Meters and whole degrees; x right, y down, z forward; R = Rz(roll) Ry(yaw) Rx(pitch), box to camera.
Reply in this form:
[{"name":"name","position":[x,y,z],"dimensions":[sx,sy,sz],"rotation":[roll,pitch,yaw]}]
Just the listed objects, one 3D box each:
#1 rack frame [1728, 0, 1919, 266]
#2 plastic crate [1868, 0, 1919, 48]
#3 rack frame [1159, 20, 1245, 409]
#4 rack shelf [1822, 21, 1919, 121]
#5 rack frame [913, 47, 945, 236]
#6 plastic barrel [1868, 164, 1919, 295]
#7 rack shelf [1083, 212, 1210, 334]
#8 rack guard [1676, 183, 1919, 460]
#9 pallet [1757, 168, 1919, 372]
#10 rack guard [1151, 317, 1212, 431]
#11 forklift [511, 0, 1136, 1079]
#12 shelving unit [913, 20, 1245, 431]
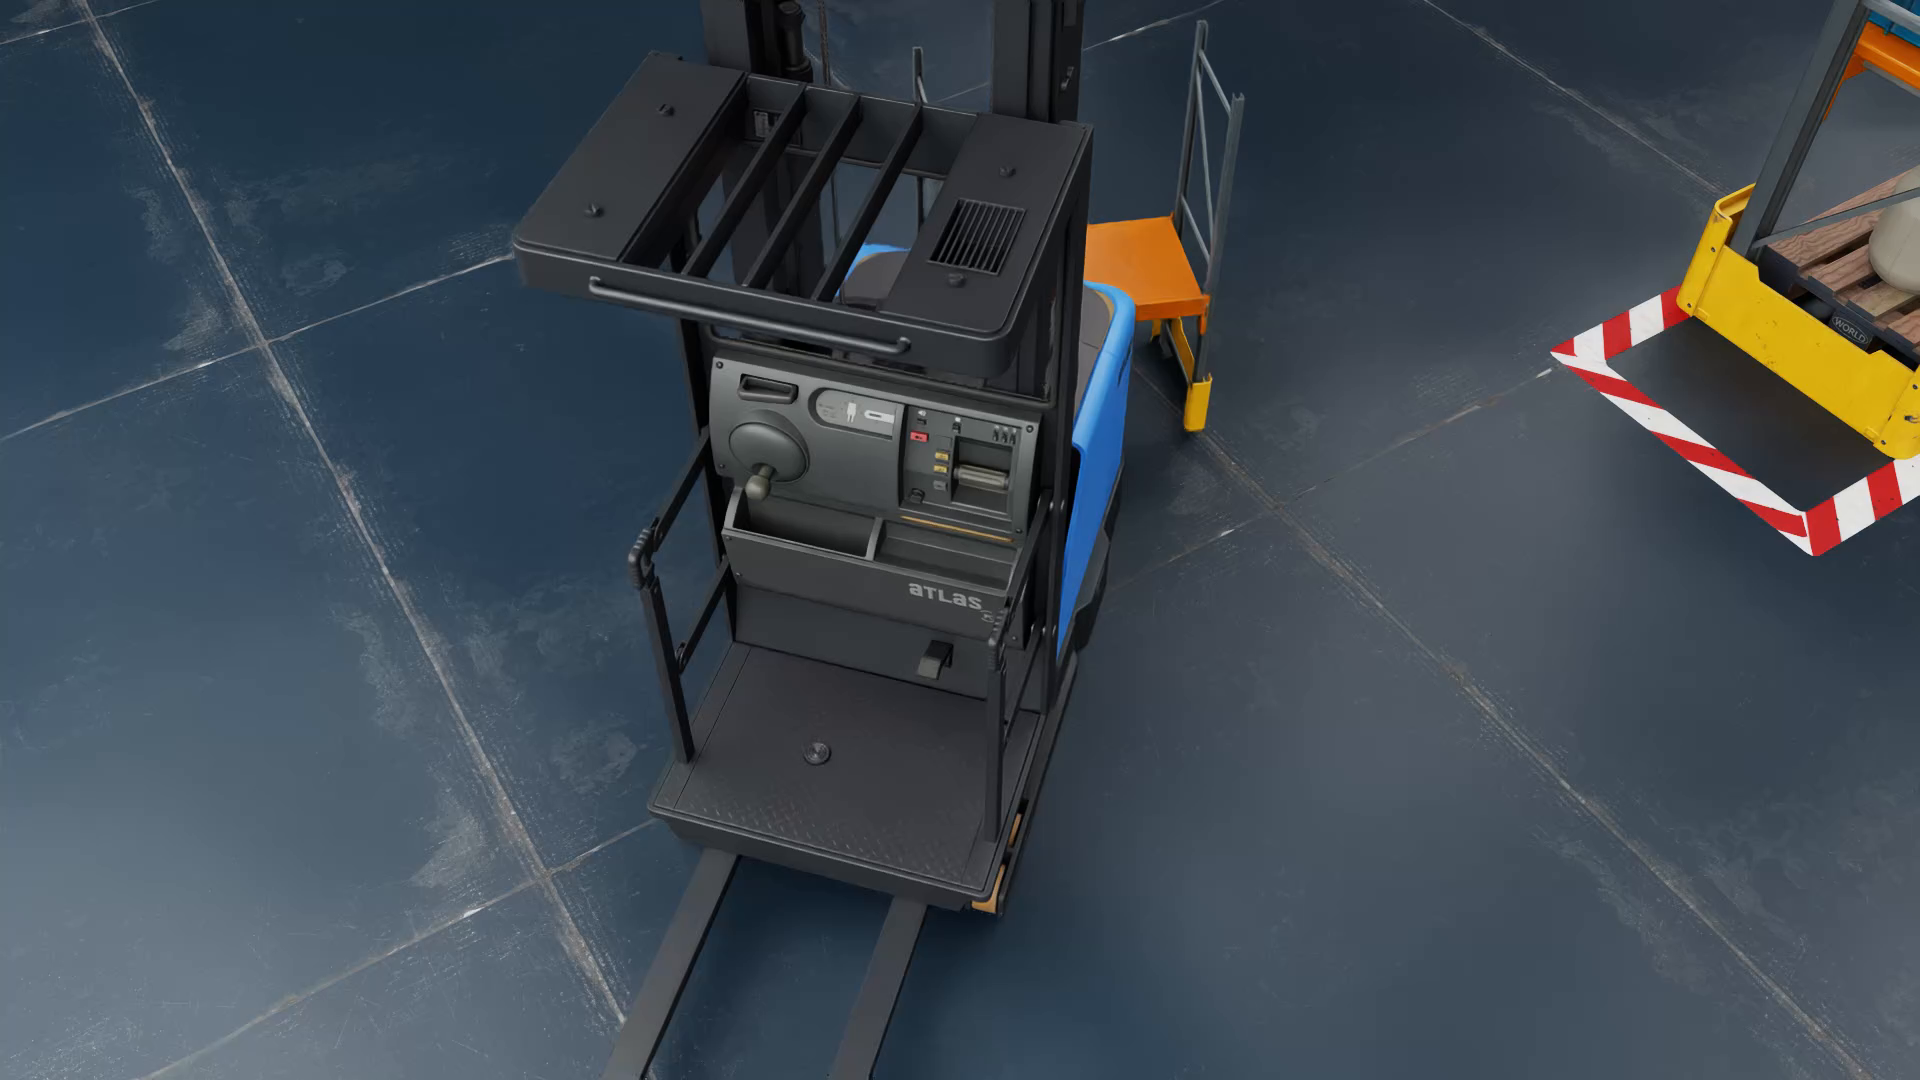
[{"name":"rack frame","position":[3.476,-1.672,5.730],"dimensions":[0.127,3.000,1.000],"rotation":[-25,53,-21]},{"name":"plastic crate","position":[3.740,-2.011,6.132],"dimensions":[0.616,0.251,0.499],"rotation":[-25,53,-21]},{"name":"rack frame","position":[0.895,-1.154,6.273],"dimensions":[0.032,1.500,0.500],"rotation":[-7,49,-6]},{"name":"rack shelf","position":[5.168,-2.229,6.708],"dimensions":[4.000,0.370,1.077],"rotation":[-25,53,-21]},{"name":"rack frame","position":[-0.108,-1.026,6.160],"dimensions":[0.032,1.500,0.500],"rotation":[-7,49,-6]},{"name":"plastic barrel","position":[3.992,-1.294,6.779],"dimensions":[0.421,0.512,0.421],"rotation":[0,48,0]},{"name":"rack shelf","position":[0.393,-0.970,6.351],"dimensions":[1.000,0.185,0.538],"rotation":[-7,49,-6]},{"name":"rack guard","position":[3.516,-0.900,6.717],"dimensions":[0.348,0.500,1.175],"rotation":[-25,53,-21]},{"name":"pallet","position":[4.205,-1.125,7.110],"dimensions":[1.213,0.211,1.003],"rotation":[-25,53,-21]},{"name":"rack guard","position":[0.893,-0.738,6.740],"dimensions":[0.087,0.250,0.587],"rotation":[-7,49,-6]},{"name":"forklift","position":[-0.303,-0.148,4.419],"dimensions":[1.130,2.935,3.031],"rotation":[12,49,11]},{"name":"shelving unit","position":[0.402,-1.091,6.217],"dimensions":[1.083,1.500,0.587],"rotation":[-7,49,-6]}]
